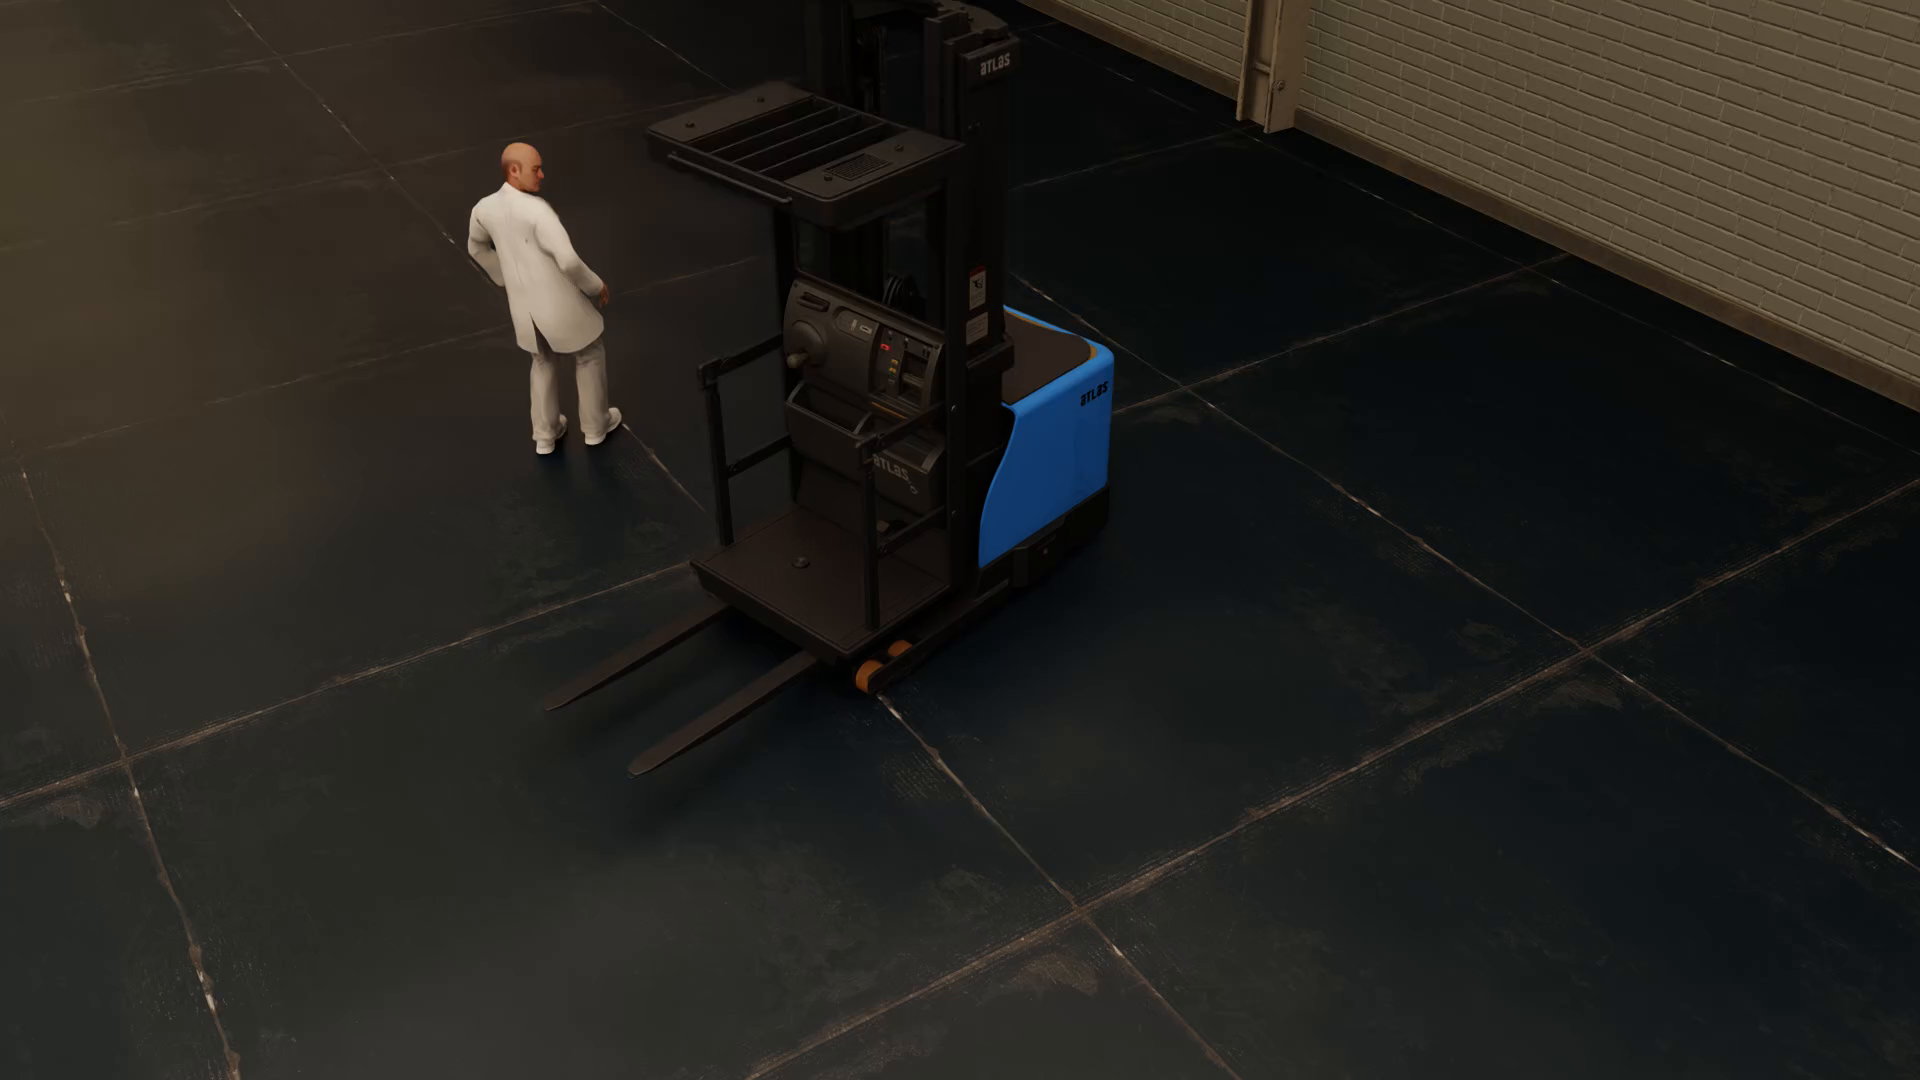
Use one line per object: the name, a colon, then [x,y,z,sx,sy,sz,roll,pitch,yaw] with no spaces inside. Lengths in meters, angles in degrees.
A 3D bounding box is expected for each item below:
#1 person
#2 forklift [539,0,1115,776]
person: [-2.248,-1.327,9.071,0.790,1.753,0.551,13,37,18]
forklift: [-0.583,-0.812,7.303,1.130,2.935,3.031,27,43,33]
